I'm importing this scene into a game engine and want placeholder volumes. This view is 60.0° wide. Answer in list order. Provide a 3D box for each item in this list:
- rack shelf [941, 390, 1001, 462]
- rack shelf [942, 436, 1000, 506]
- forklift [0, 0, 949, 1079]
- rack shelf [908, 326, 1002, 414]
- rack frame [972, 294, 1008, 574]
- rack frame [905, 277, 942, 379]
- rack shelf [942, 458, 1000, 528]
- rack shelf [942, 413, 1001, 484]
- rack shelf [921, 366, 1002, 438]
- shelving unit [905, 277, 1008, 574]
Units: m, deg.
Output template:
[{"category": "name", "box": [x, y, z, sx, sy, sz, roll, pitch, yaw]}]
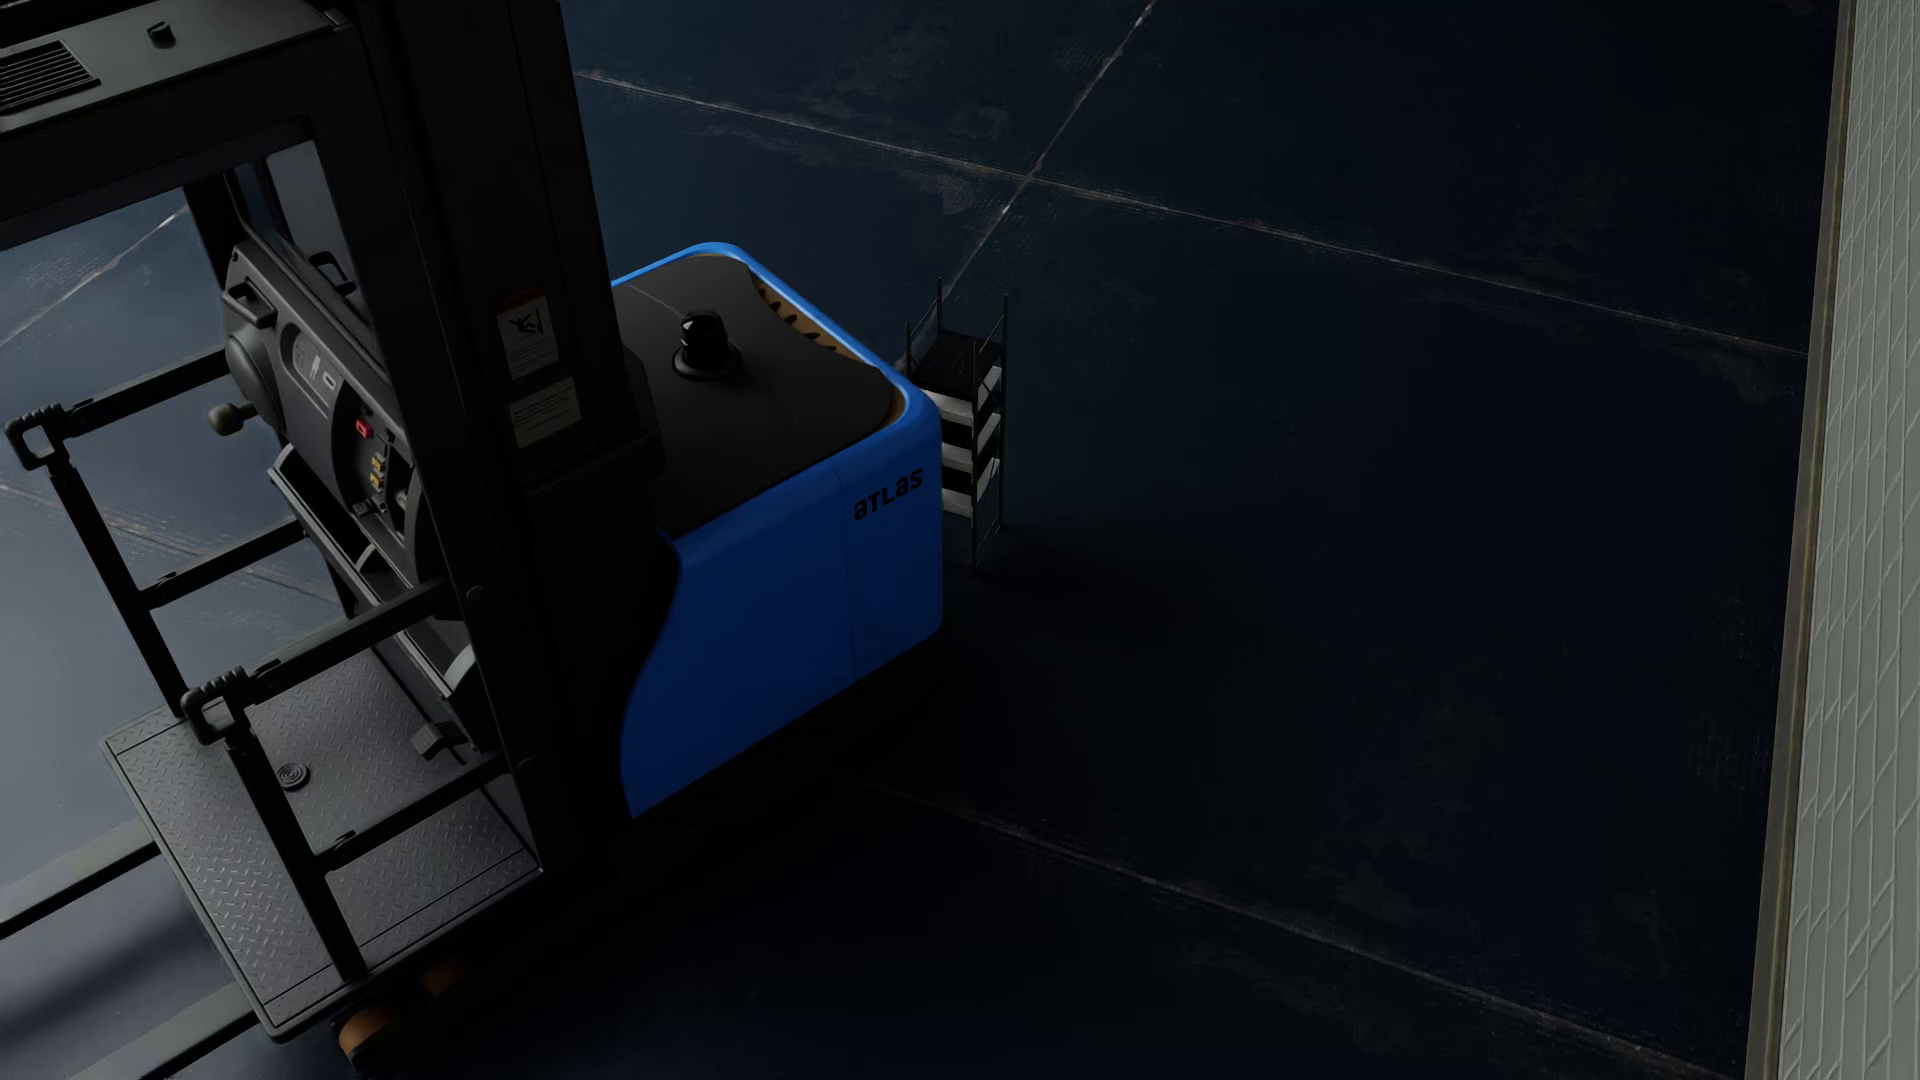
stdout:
[{"category": "rack shelf", "box": [-0.007, -0.361, 4.895, 0.200, 0.077, 0.258, 16, 47, 16]}, {"category": "rack shelf", "box": [-0.007, -0.234, 5.022, 0.200, 0.077, 0.258, 16, 47, 16]}, {"category": "forklift", "box": [-1.487, -0.199, 3.372, 3.031, 2.935, 1.130, -30, 52, -27]}, {"category": "rack shelf", "box": [-0.007, -0.489, 4.768, 0.200, 0.077, 0.258, 16, 47, 16]}, {"category": "rack frame", "box": [0.086, -0.294, 4.907, 0.006, 0.900, 0.240, 16, 47, 16]}, {"category": "rack frame", "box": [-0.101, -0.349, 4.963, 0.006, 0.900, 0.240, 16, 47, 16]}, {"category": "rack shelf", "box": [-0.007, -0.170, 5.085, 0.200, 0.077, 0.258, 16, 47, 16]}, {"category": "rack shelf", "box": [-0.007, -0.298, 4.958, 0.200, 0.077, 0.258, 16, 47, 16]}, {"category": "rack shelf", "box": [-0.007, -0.425, 4.831, 0.200, 0.077, 0.258, 16, 47, 16]}, {"category": "shelving unit", "box": [-0.007, -0.321, 4.935, 0.210, 0.900, 0.258, 16, 47, 16]}]
